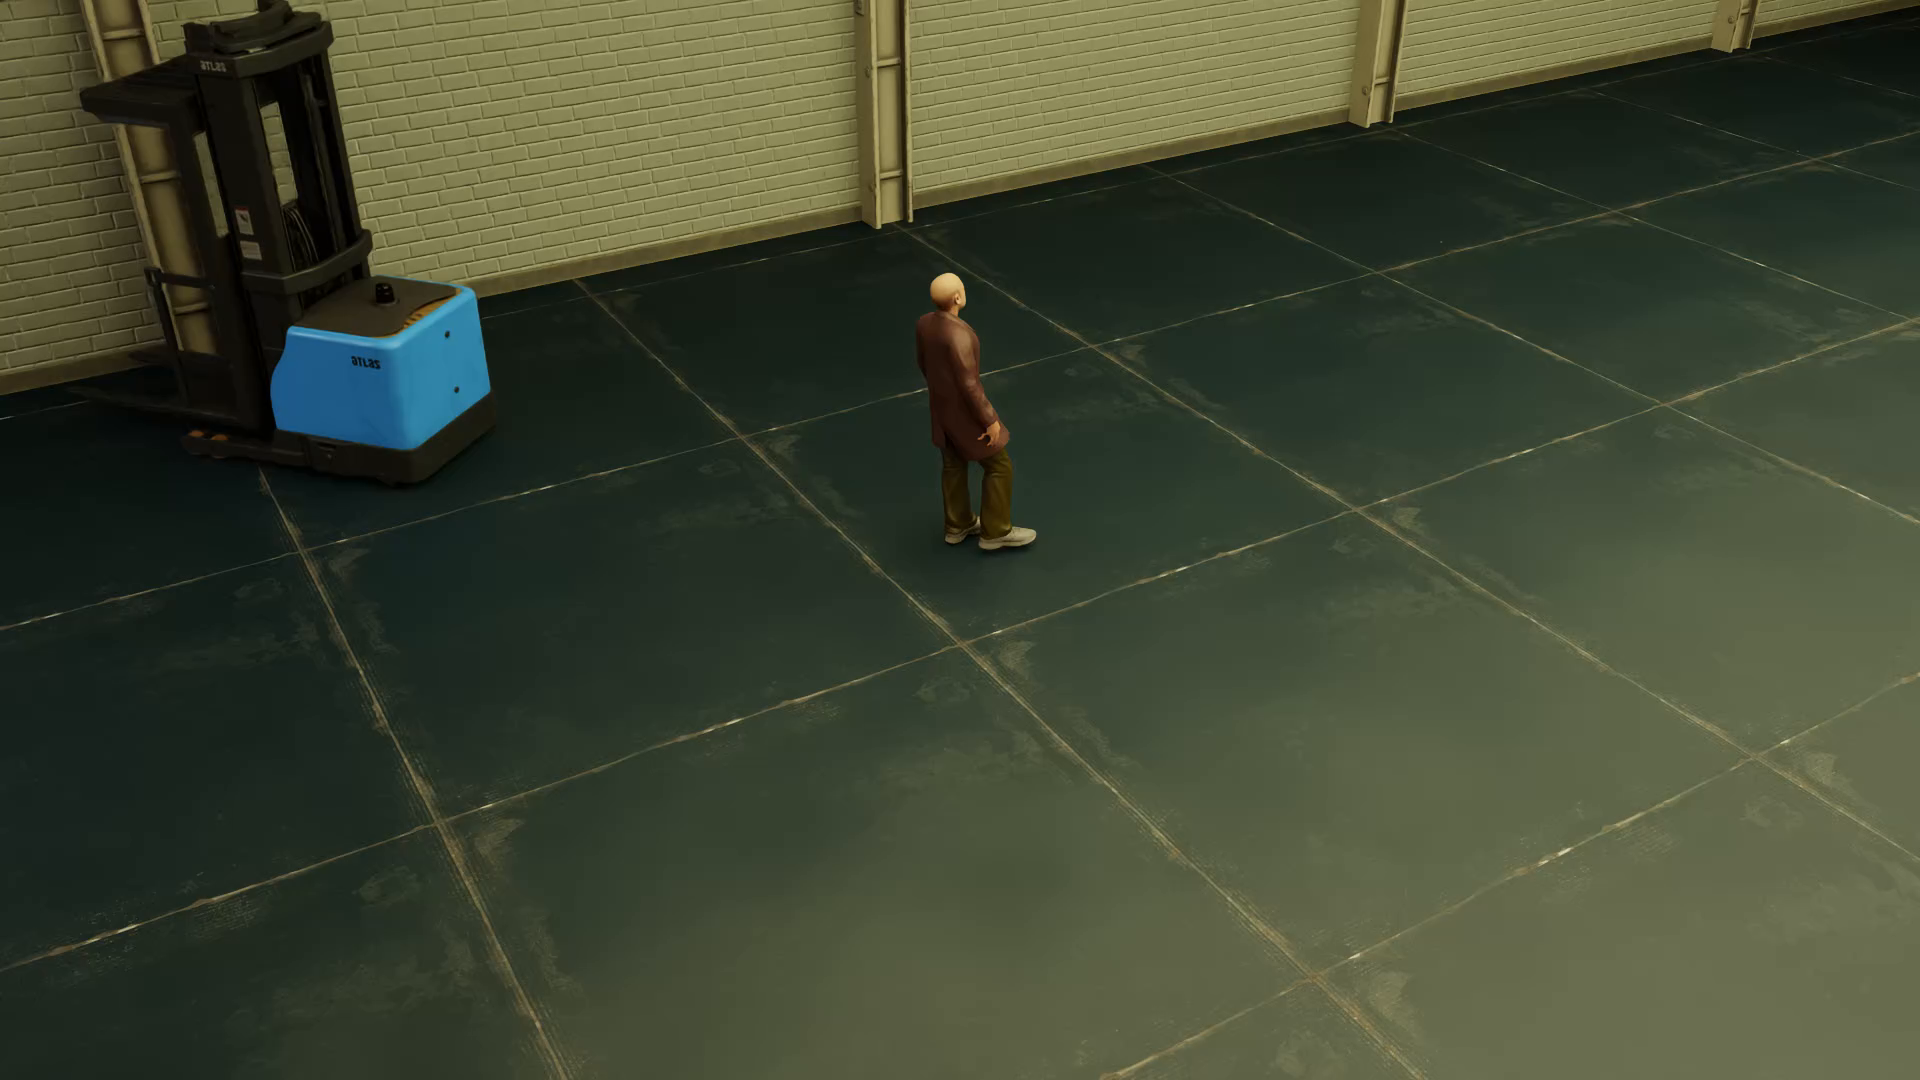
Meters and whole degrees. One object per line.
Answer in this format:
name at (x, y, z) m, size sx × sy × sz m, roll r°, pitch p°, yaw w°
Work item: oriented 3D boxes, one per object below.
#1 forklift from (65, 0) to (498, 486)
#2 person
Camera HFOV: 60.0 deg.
forklift at (-4.843, -2.057, 11.082) m, size 3.031 × 2.935 × 1.130 m, roll 10°, pitch 32°, yaw 16°
person at (0.081, -0.791, 10.076) m, size 0.583 × 1.775 × 0.696 m, roll -17°, pitch 35°, yaw -26°
